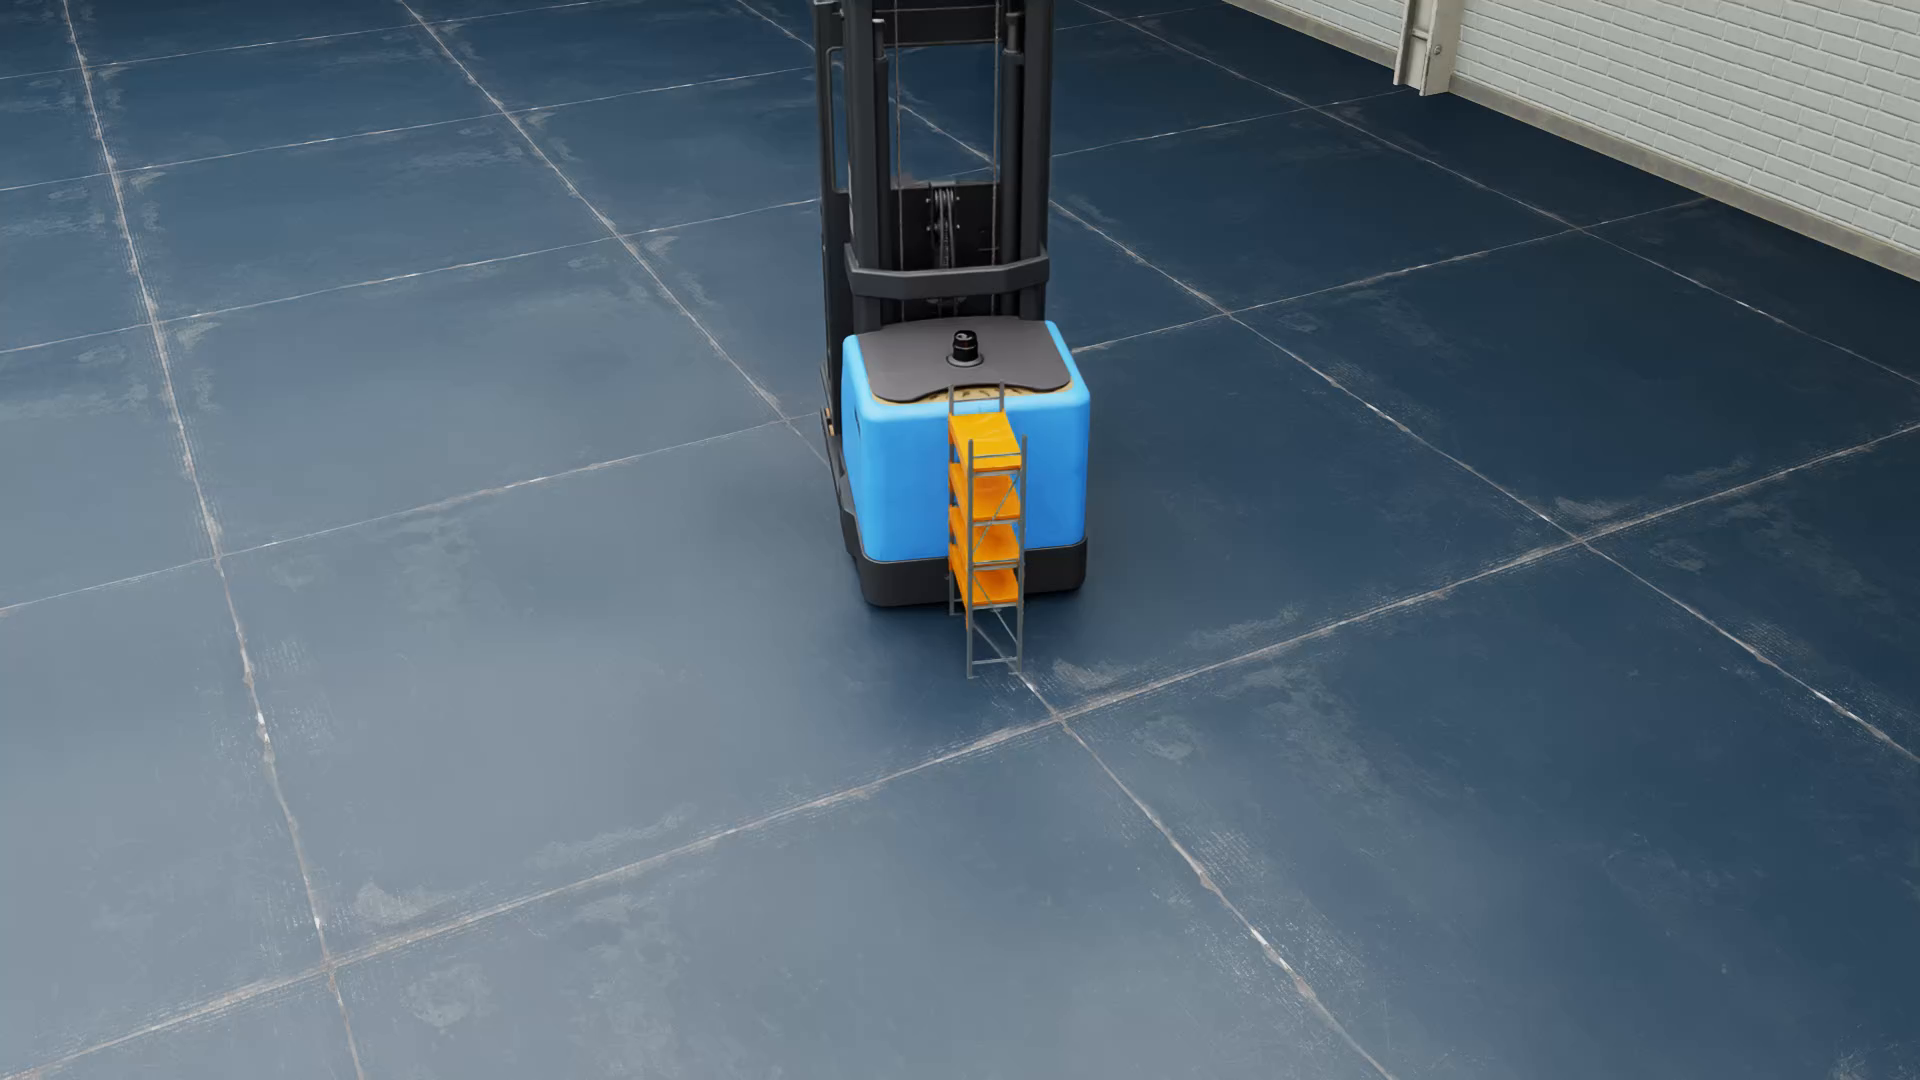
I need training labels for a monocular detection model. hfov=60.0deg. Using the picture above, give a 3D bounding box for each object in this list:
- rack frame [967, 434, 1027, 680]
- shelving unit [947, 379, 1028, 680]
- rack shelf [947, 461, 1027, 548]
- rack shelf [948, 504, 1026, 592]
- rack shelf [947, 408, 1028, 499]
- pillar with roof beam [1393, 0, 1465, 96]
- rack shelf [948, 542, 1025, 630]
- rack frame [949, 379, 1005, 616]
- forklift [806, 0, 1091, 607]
[{"bbox_3d":[0.151,0.094,6.991,0.240,1.200,0.015,-5,33,-8],"label":"rack frame"},{"bbox_3d":[0.111,-0.036,7.194,0.258,1.200,0.503,-5,33,-8],"label":"shelving unit"},{"bbox_3d":[0.111,-0.167,7.109,0.258,0.148,0.480,-5,33,-8],"label":"rack shelf"},{"bbox_3d":[0.111,0.021,7.230,0.258,0.148,0.480,-5,33,-8],"label":"rack shelf"},{"bbox_3d":[0.111,-0.367,6.982,0.258,0.148,0.480,-5,33,-8],"label":"rack shelf"},{"bbox_3d":[0.175,-6.616,10.234,9.100,9.000,0.400,-16,36,-23],"label":"pillar with roof beam"},{"bbox_3d":[0.111,0.188,7.337,0.258,0.148,0.480,-5,33,-8],"label":"rack shelf"},{"bbox_3d":[0.071,-0.166,7.396,0.240,1.200,0.015,-5,33,-8],"label":"rack frame"},{"bbox_3d":[-0.159,-1.711,8.203,1.130,2.935,3.031,-5,33,-8],"label":"forklift"}]
